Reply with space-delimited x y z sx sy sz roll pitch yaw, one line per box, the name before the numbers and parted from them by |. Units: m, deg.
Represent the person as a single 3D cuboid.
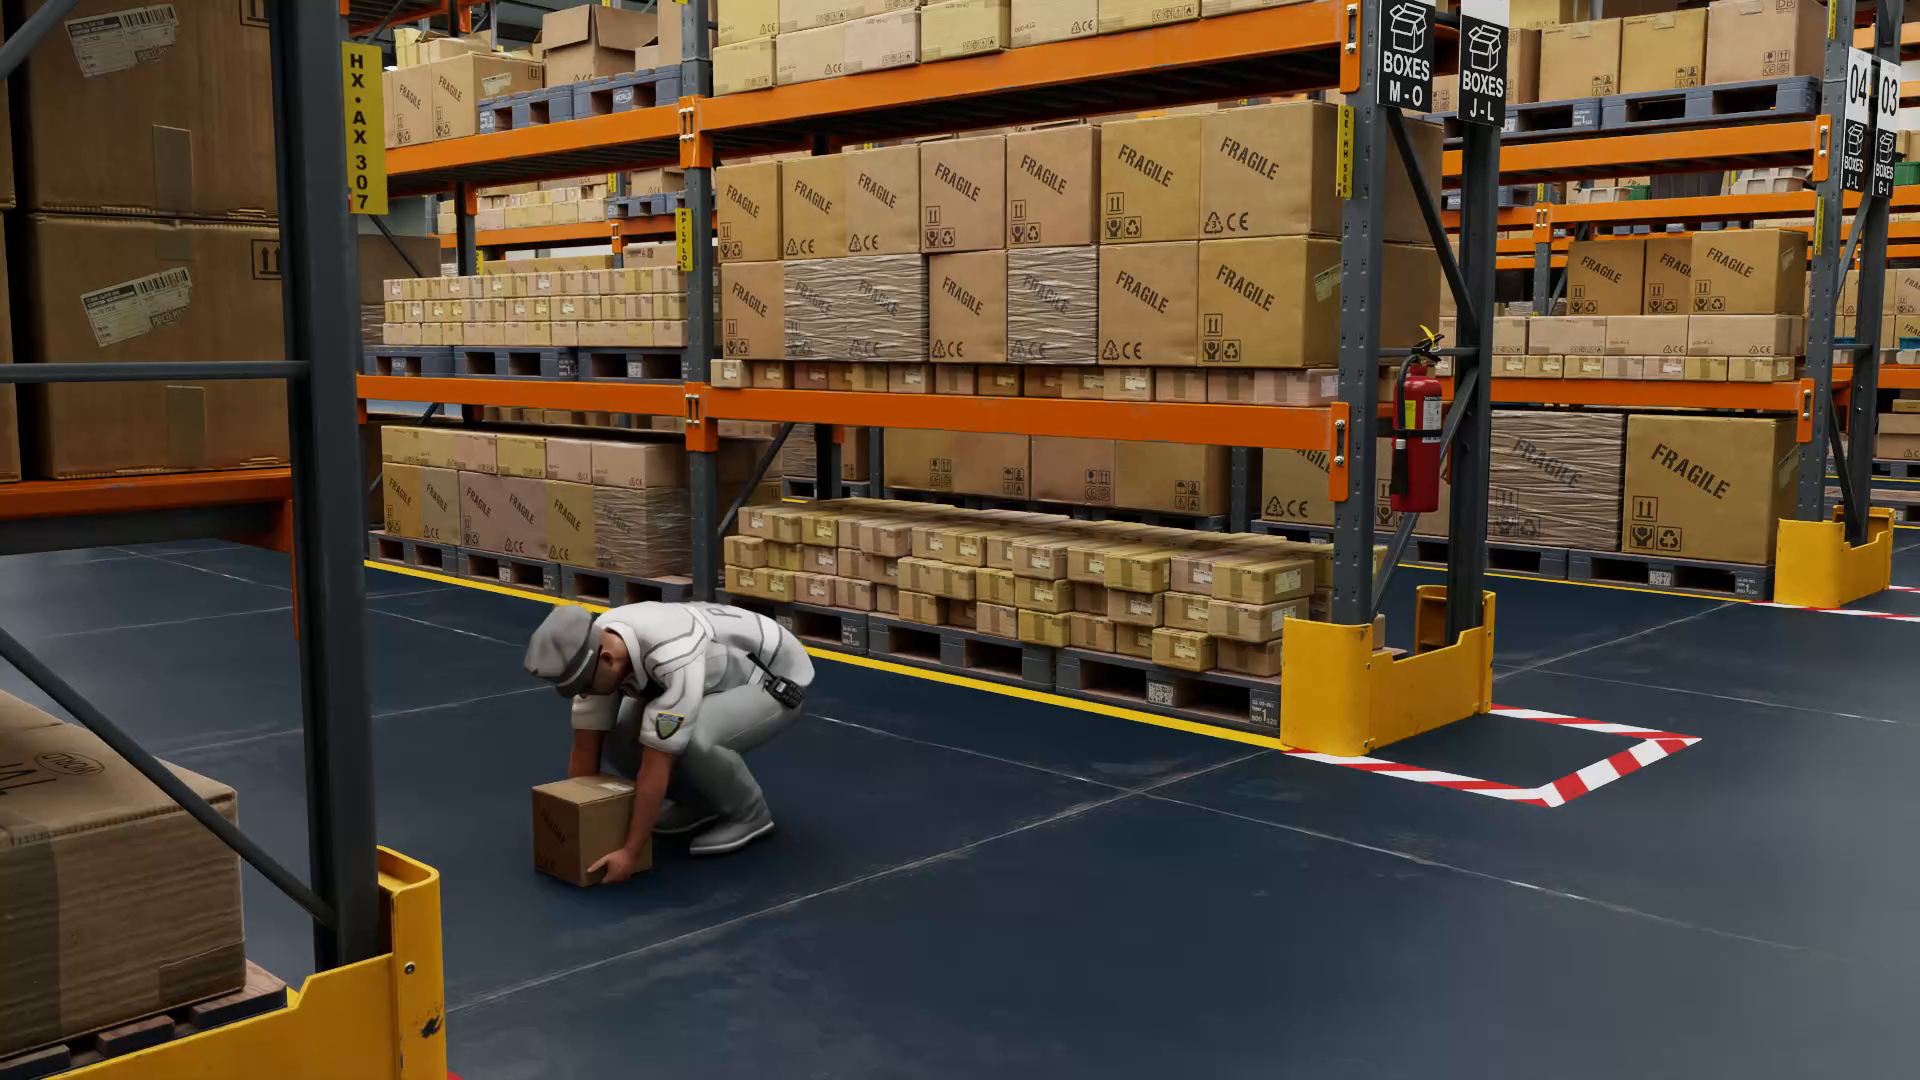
person | -0.891 0.569 5.100 0.534 0.845 1.009 6 9 42
